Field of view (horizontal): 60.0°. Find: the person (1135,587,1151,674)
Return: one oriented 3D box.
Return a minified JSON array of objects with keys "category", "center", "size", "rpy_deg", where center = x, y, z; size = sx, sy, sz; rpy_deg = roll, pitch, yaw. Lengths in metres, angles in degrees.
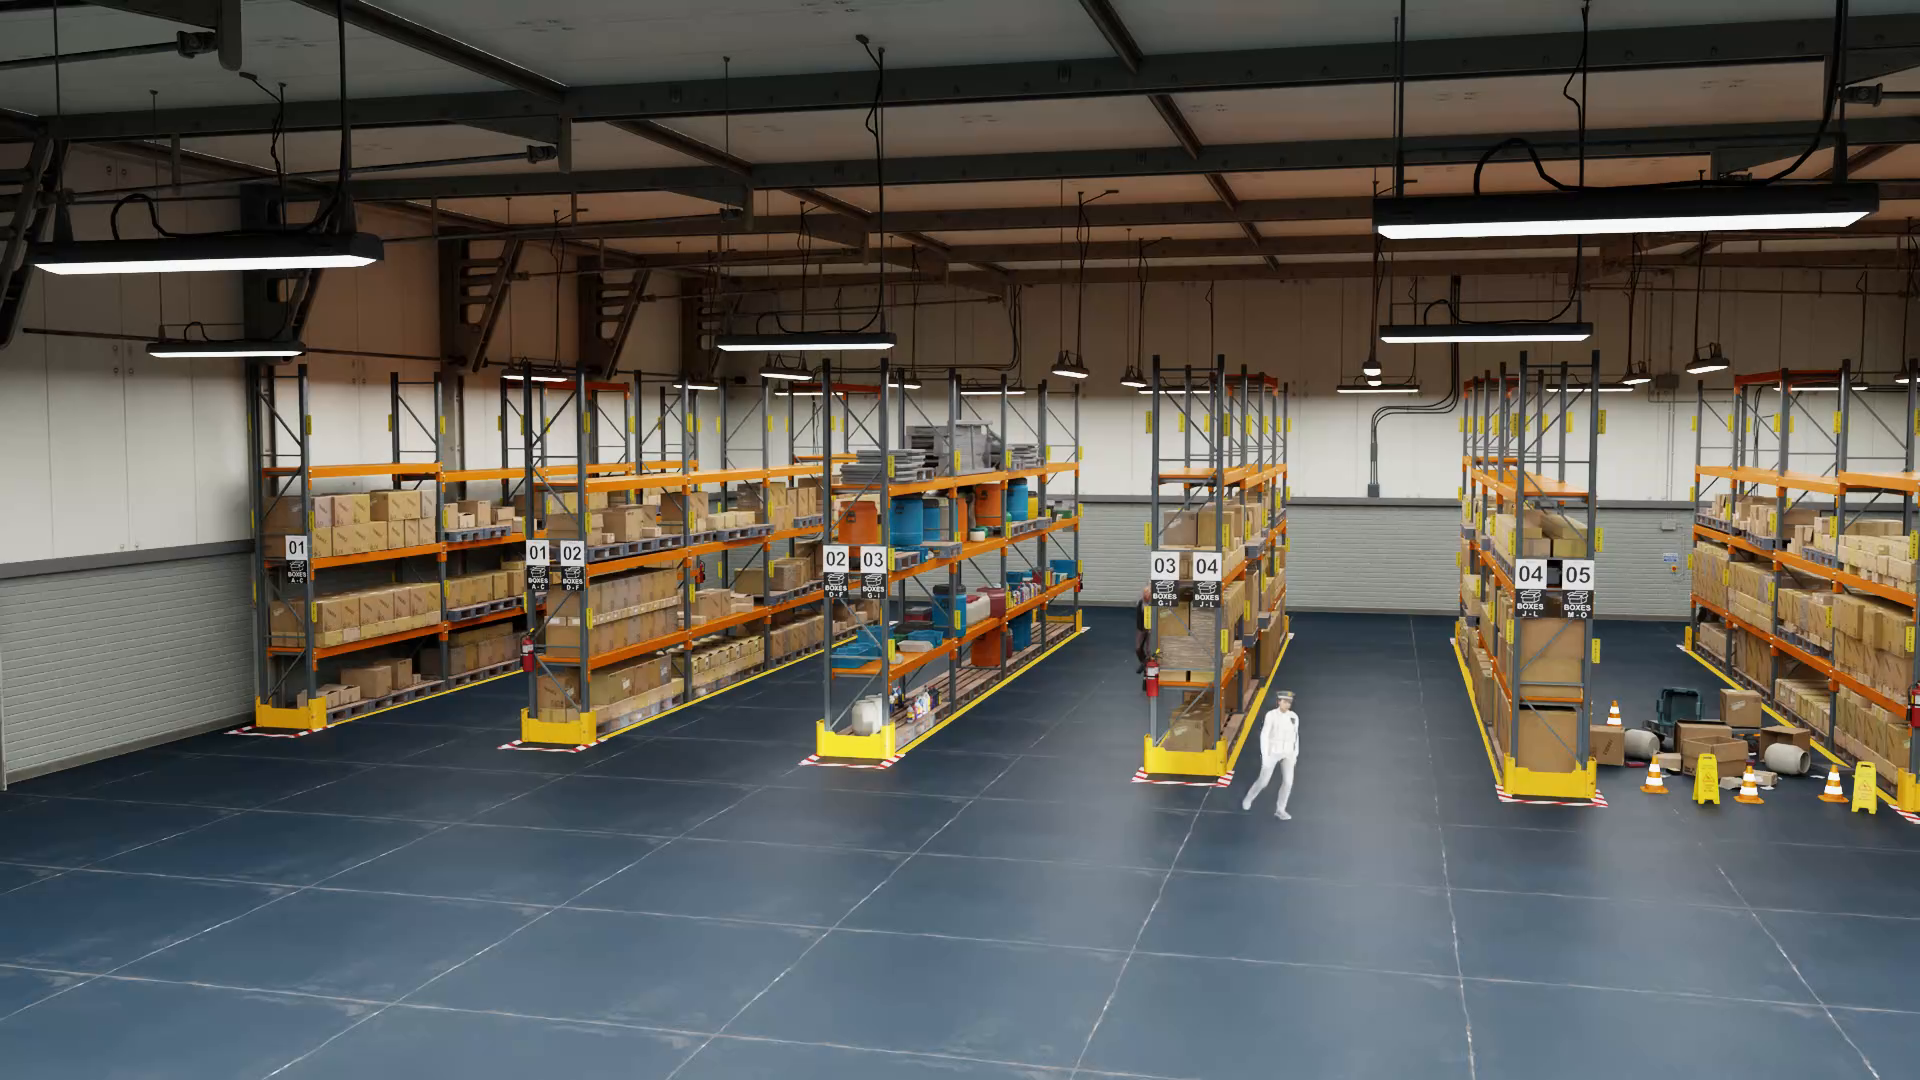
[{"category":"person","center":[3.525,1.718,31.343],"size":[0.666,1.689,0.774],"rpy_deg":[2,4,27]}]

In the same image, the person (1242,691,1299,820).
[{"category":"person","center":[3.971,2.713,21.223],"size":[0.659,1.650,0.578],"rpy_deg":[-1,4,-10]}]

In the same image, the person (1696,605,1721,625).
[{"category":"person","center":[17.142,1.609,37.915],"size":[0.761,1.586,0.684],"rpy_deg":[1,4,11]}]
